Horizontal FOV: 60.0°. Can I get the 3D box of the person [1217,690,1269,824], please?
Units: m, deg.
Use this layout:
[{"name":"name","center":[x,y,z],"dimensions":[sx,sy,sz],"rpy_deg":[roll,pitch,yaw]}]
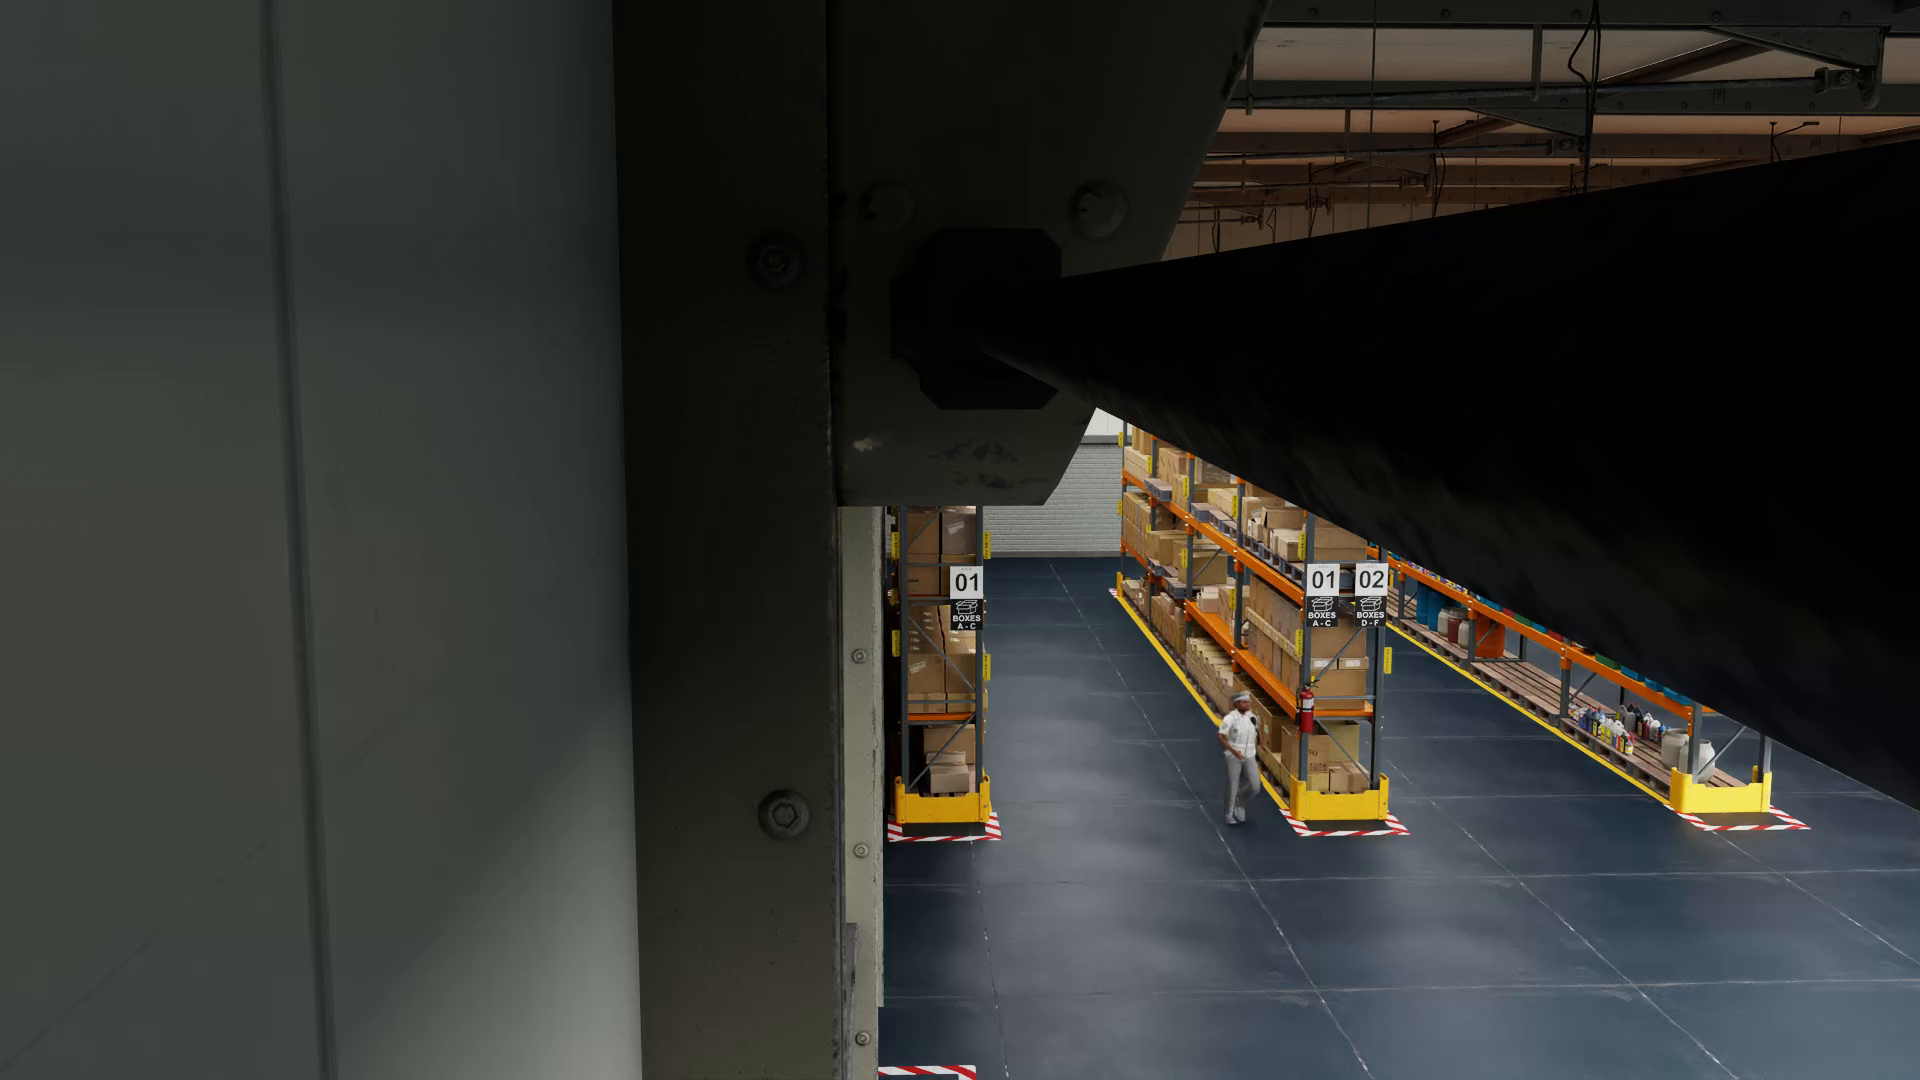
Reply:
[{"name":"person","center":[3.474,2.666,20.370],"dimensions":[0.650,1.643,0.491],"rpy_deg":[-3,9,-20]}]
